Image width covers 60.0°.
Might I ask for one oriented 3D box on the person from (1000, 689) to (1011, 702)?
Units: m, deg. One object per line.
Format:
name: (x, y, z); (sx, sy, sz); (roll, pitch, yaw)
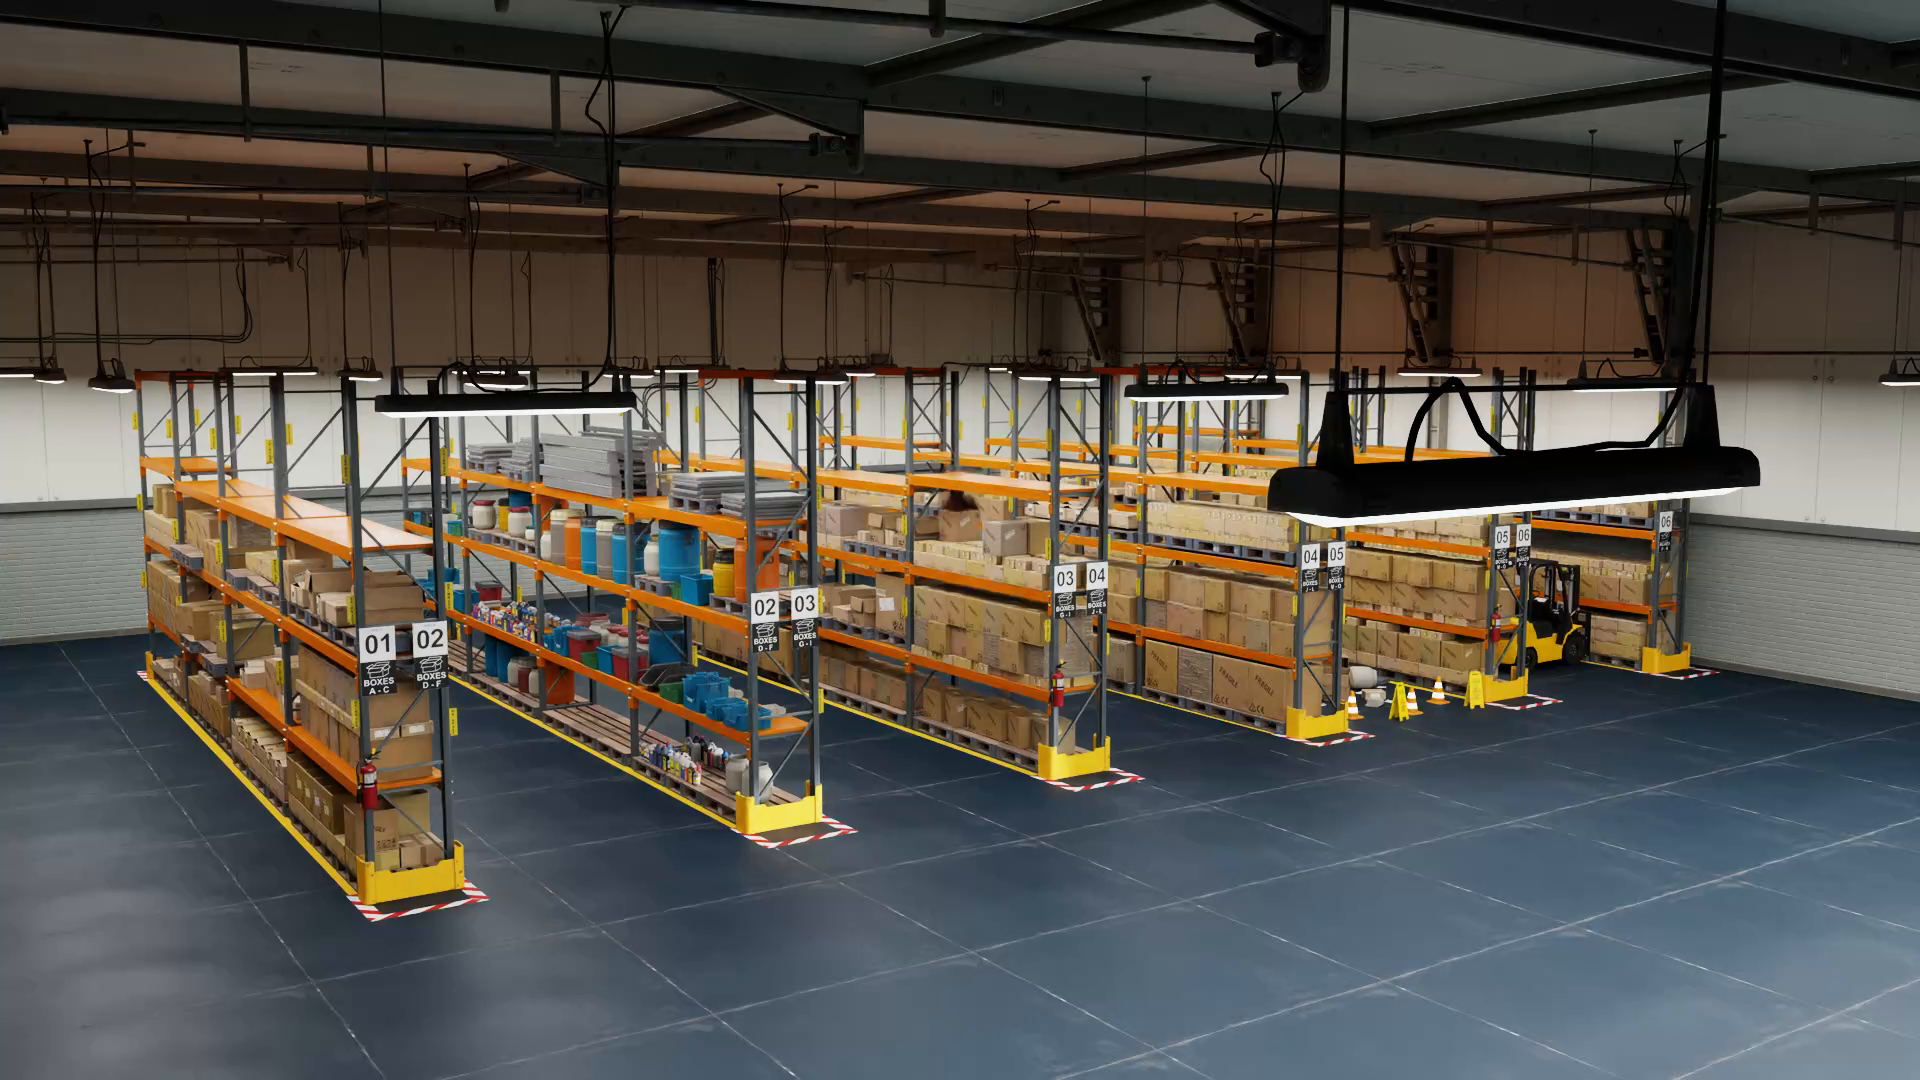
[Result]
person: (0.703, 2.143, 29.594); (0.594, 1.705, 0.572); (-6, 9, -43)
